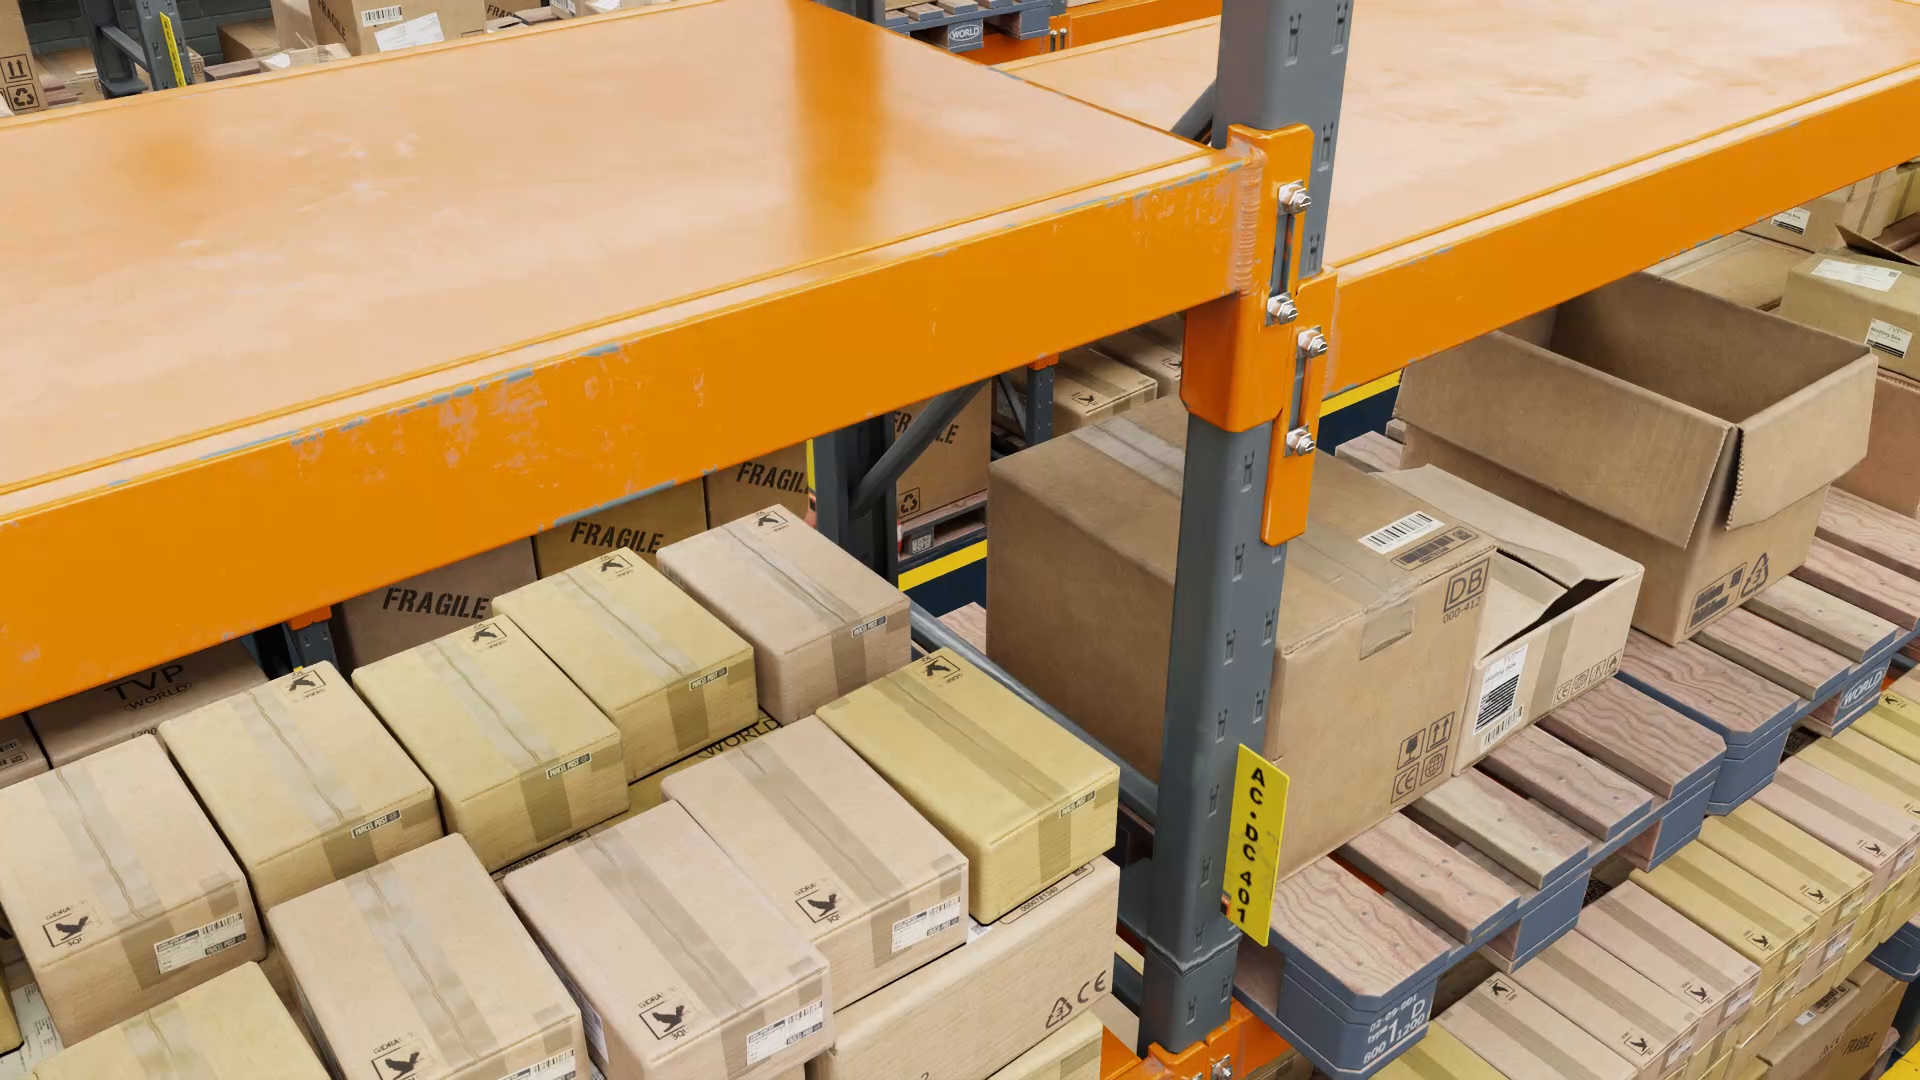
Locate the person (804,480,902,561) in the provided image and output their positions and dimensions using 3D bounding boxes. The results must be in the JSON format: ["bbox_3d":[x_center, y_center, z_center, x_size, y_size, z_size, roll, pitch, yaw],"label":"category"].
[{"bbox_3d":[-0.496,0.083,7.479,0.437,1.790,0.539,-23,39,-32],"label":"person"}]
